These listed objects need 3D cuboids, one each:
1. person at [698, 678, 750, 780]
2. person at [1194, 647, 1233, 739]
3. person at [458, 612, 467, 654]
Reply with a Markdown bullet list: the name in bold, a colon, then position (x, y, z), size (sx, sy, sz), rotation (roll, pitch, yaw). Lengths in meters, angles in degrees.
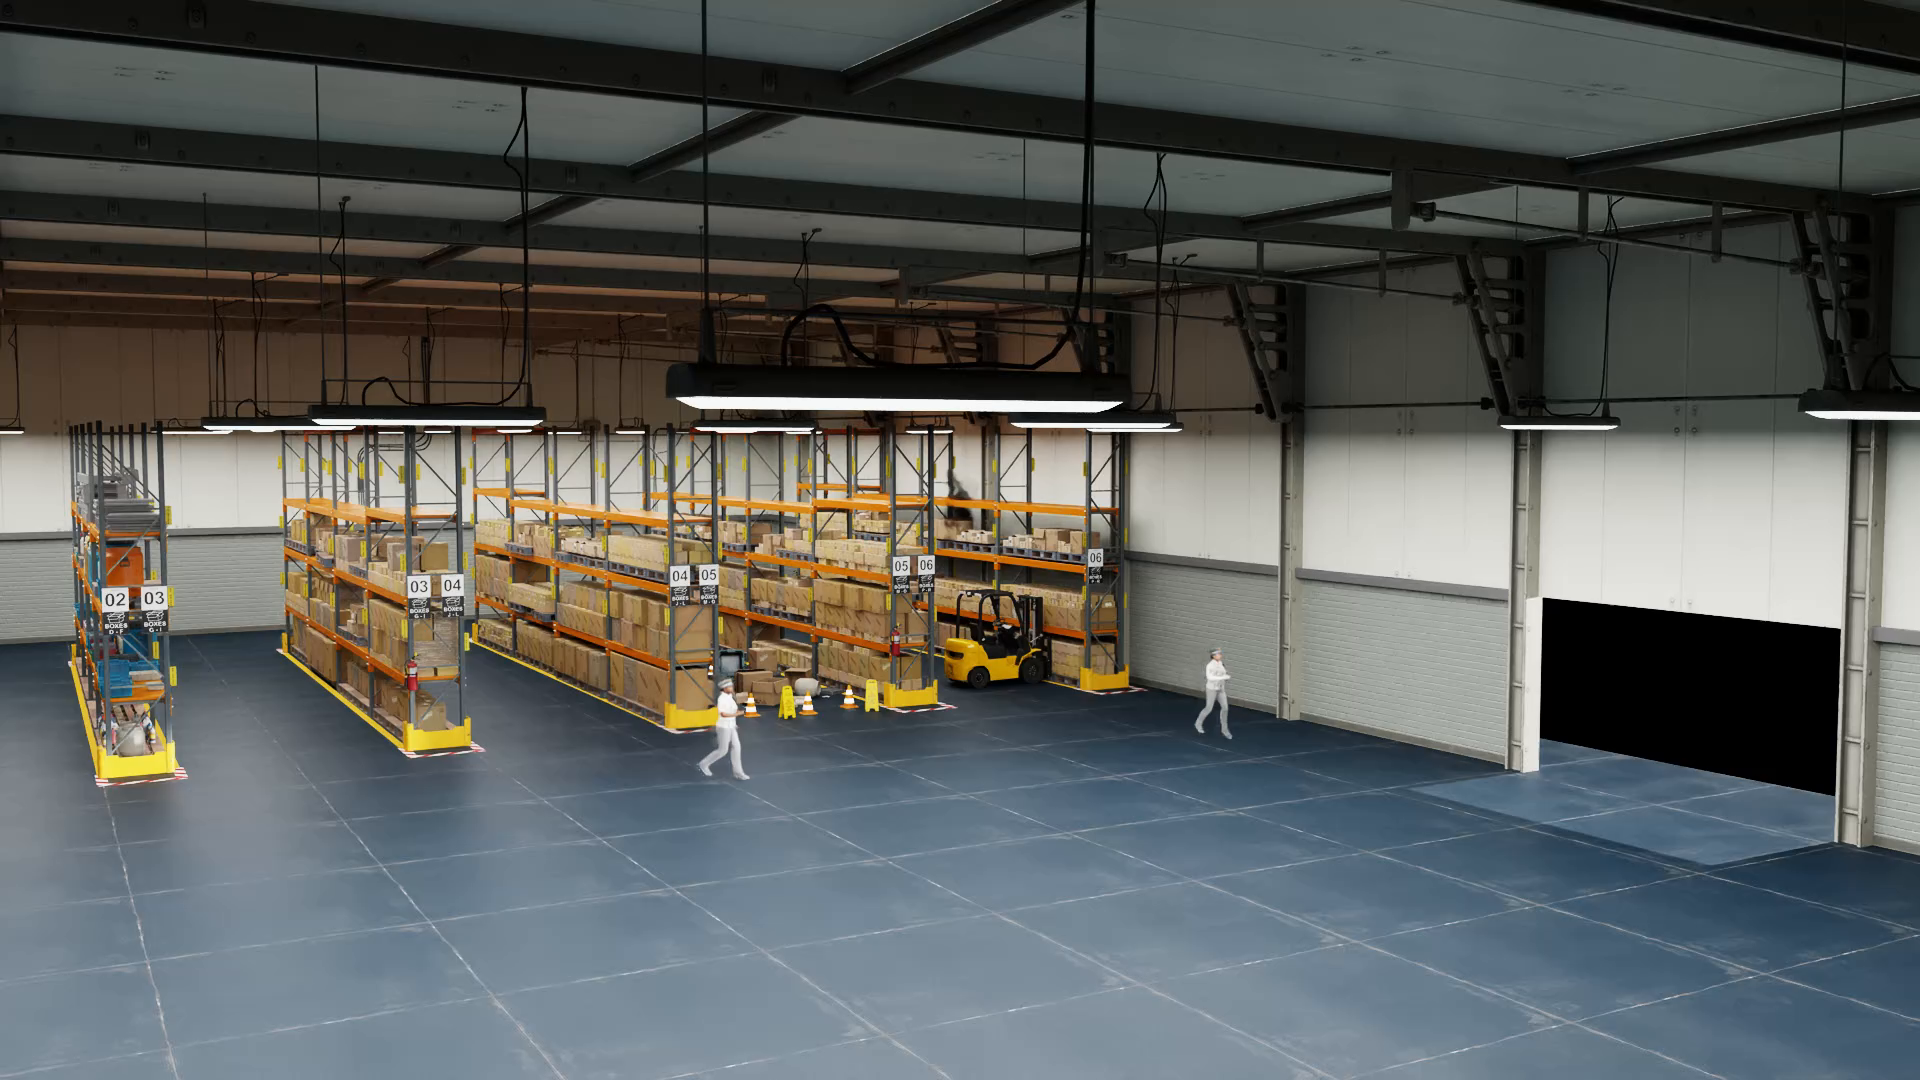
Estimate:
- **person**: position (-3.941, 3.149, 27.776), size (0.864, 1.706, 0.609), rotation (0, 4, 6)
- **person**: position (4.850, 2.901, 31.805), size (0.612, 1.748, 0.805), rotation (-3, 5, -44)
- **person**: position (-12.542, 2.295, 41.348), size (0.644, 1.730, 0.591), rotation (-3, 4, -38)
